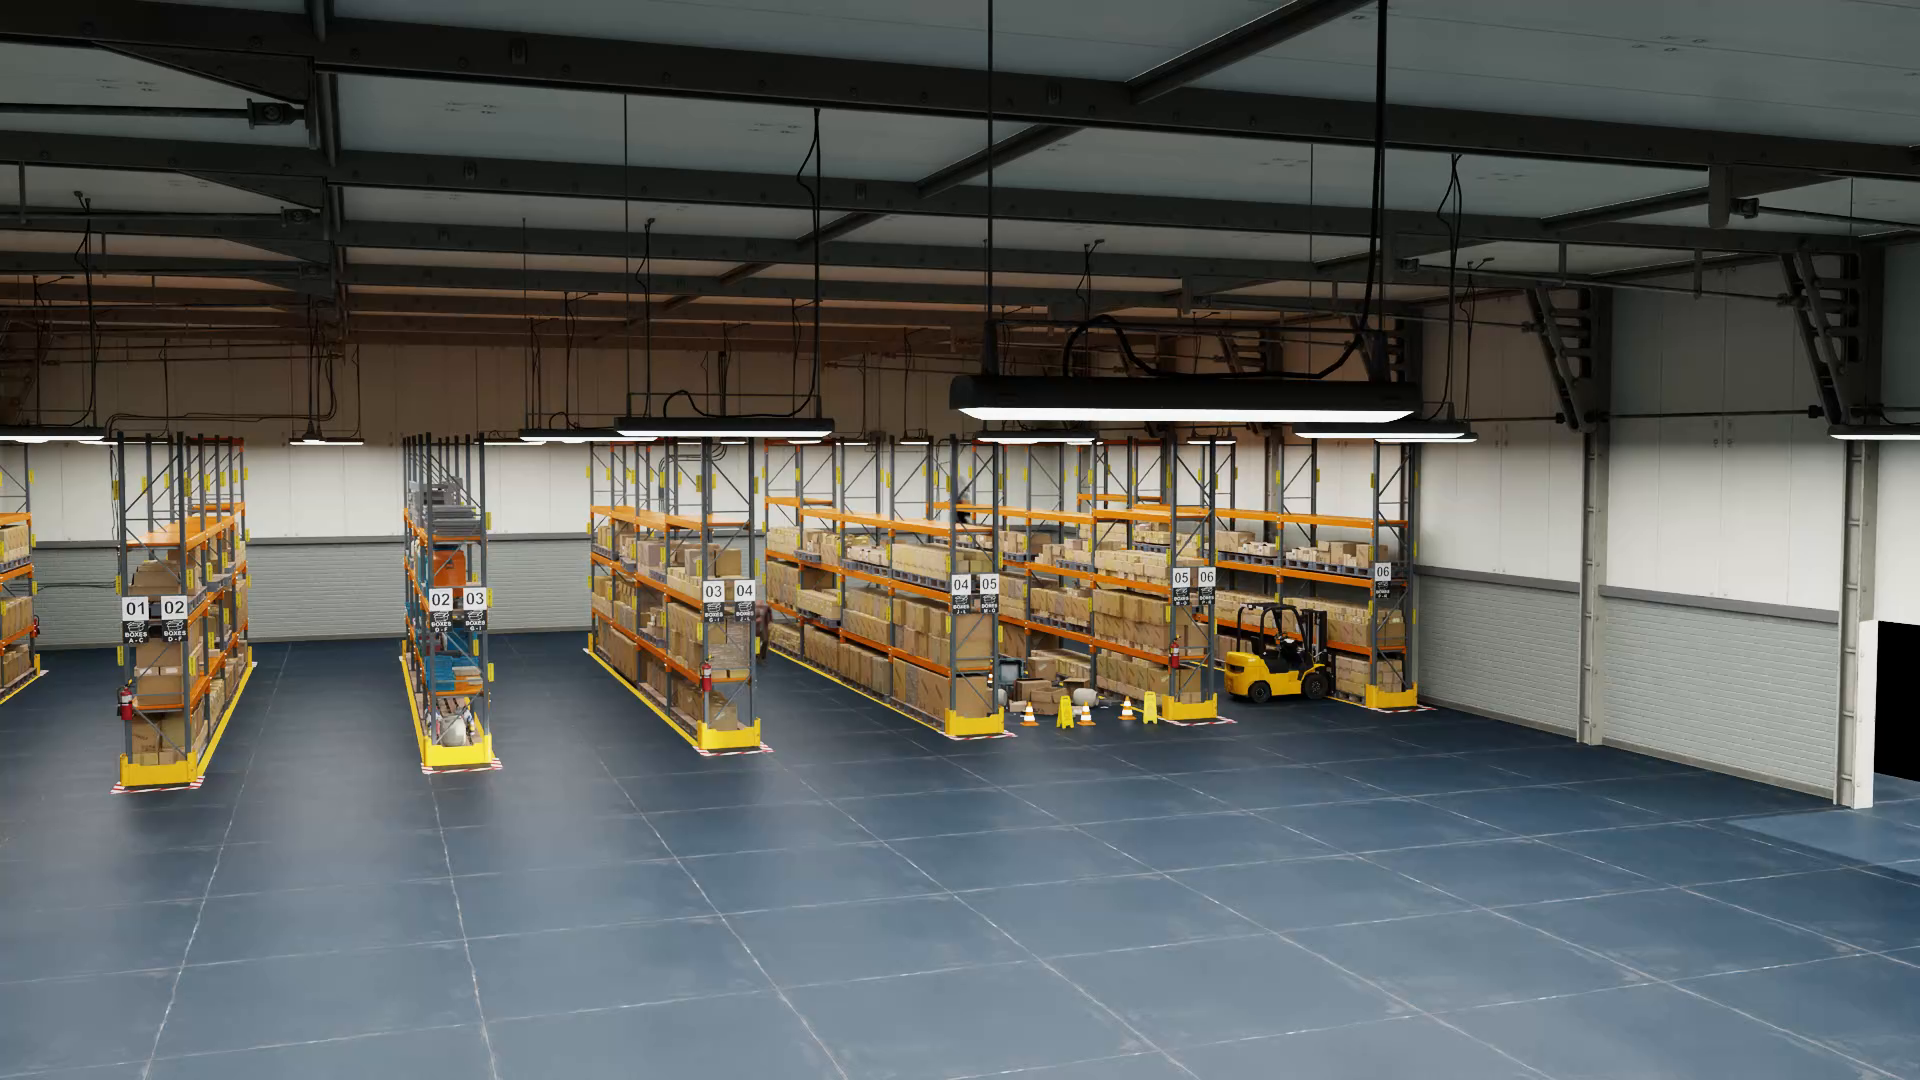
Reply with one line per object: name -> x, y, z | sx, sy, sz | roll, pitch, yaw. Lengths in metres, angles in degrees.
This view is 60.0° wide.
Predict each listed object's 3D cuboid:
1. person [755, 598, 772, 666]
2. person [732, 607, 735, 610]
person -> -5.274, 2.414, 43.888 | 0.747, 1.819, 0.925 | -1, 3, -22
person -> -6.202, 2.437, 46.068 | 0.577, 1.547, 0.910 | -1, 3, -18
